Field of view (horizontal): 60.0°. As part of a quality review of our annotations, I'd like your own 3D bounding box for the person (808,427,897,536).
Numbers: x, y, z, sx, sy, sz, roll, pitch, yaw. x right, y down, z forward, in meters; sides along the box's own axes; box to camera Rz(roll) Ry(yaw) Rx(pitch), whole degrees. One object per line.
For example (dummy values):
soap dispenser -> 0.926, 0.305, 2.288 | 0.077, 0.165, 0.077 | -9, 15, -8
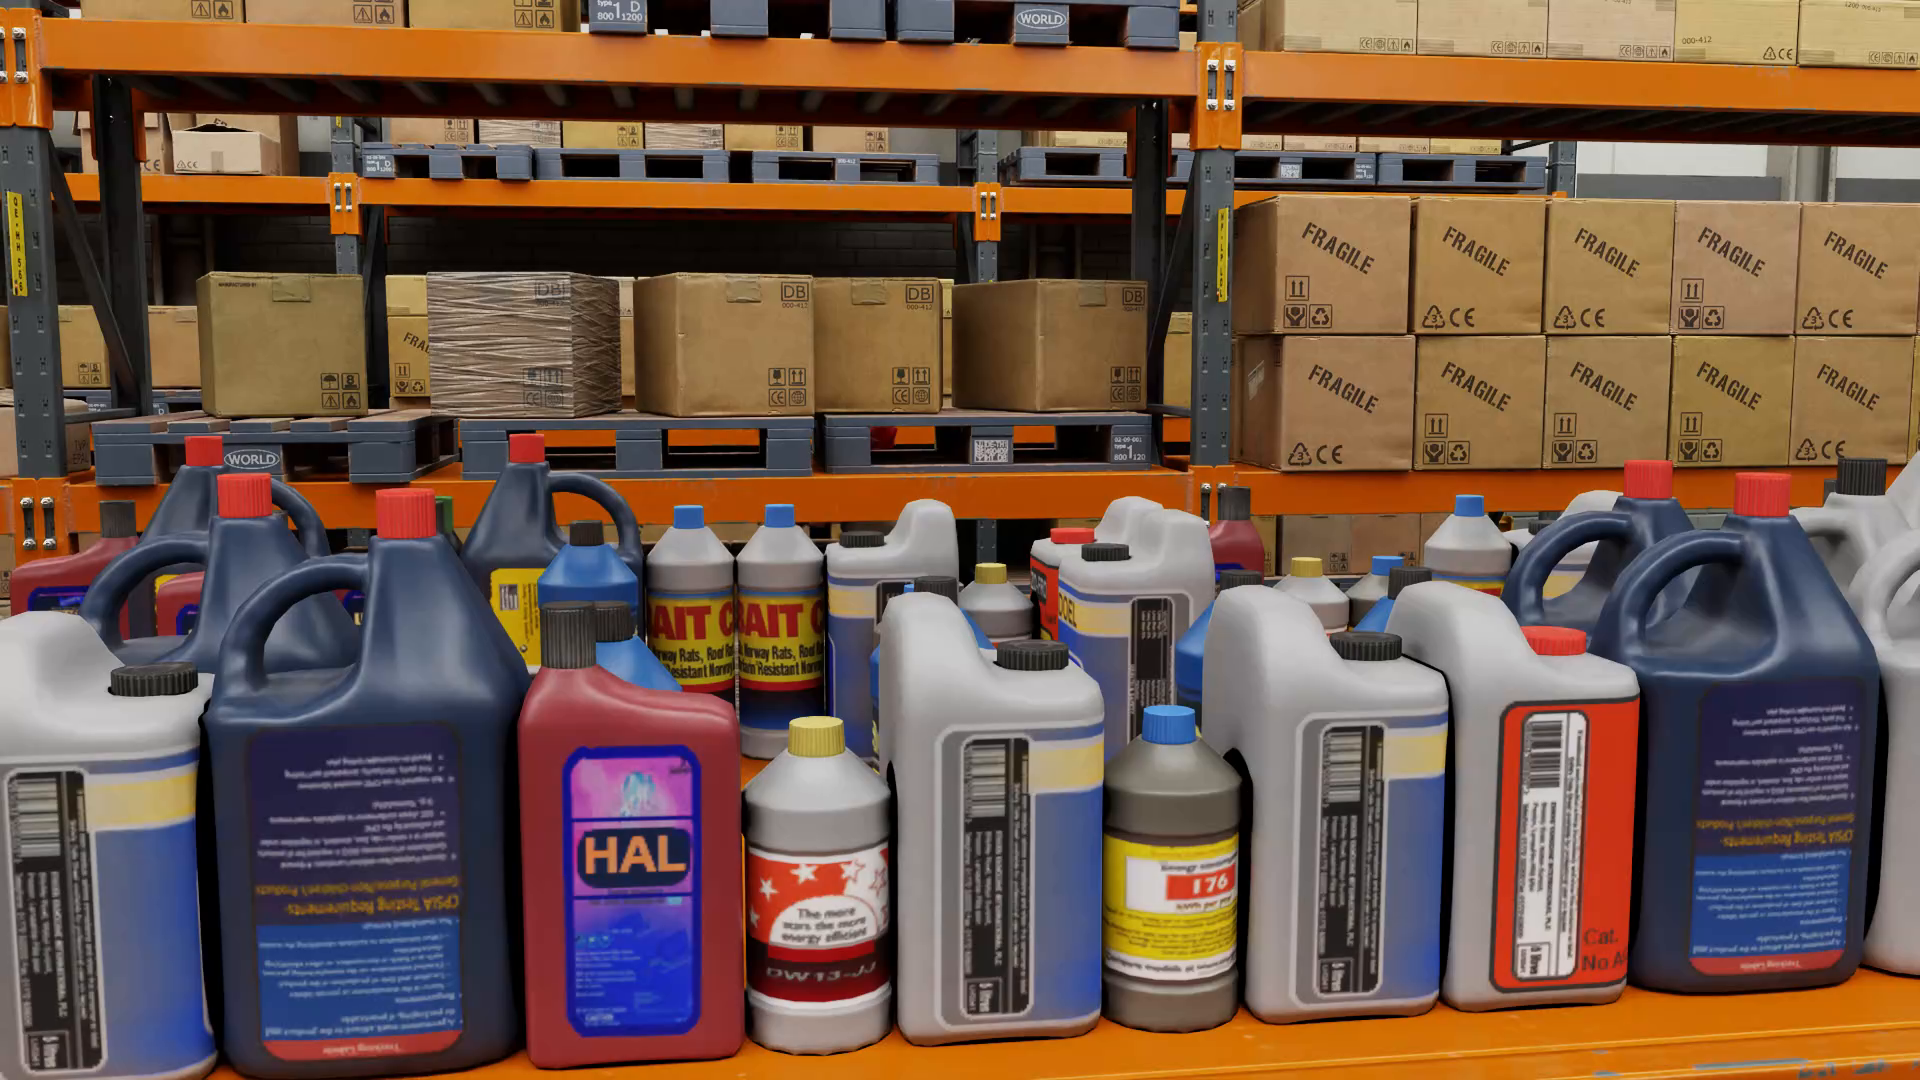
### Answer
person -> -0.569, -0.079, 8.533 | 0.542, 1.724, 0.490 | -1, 7, -9
